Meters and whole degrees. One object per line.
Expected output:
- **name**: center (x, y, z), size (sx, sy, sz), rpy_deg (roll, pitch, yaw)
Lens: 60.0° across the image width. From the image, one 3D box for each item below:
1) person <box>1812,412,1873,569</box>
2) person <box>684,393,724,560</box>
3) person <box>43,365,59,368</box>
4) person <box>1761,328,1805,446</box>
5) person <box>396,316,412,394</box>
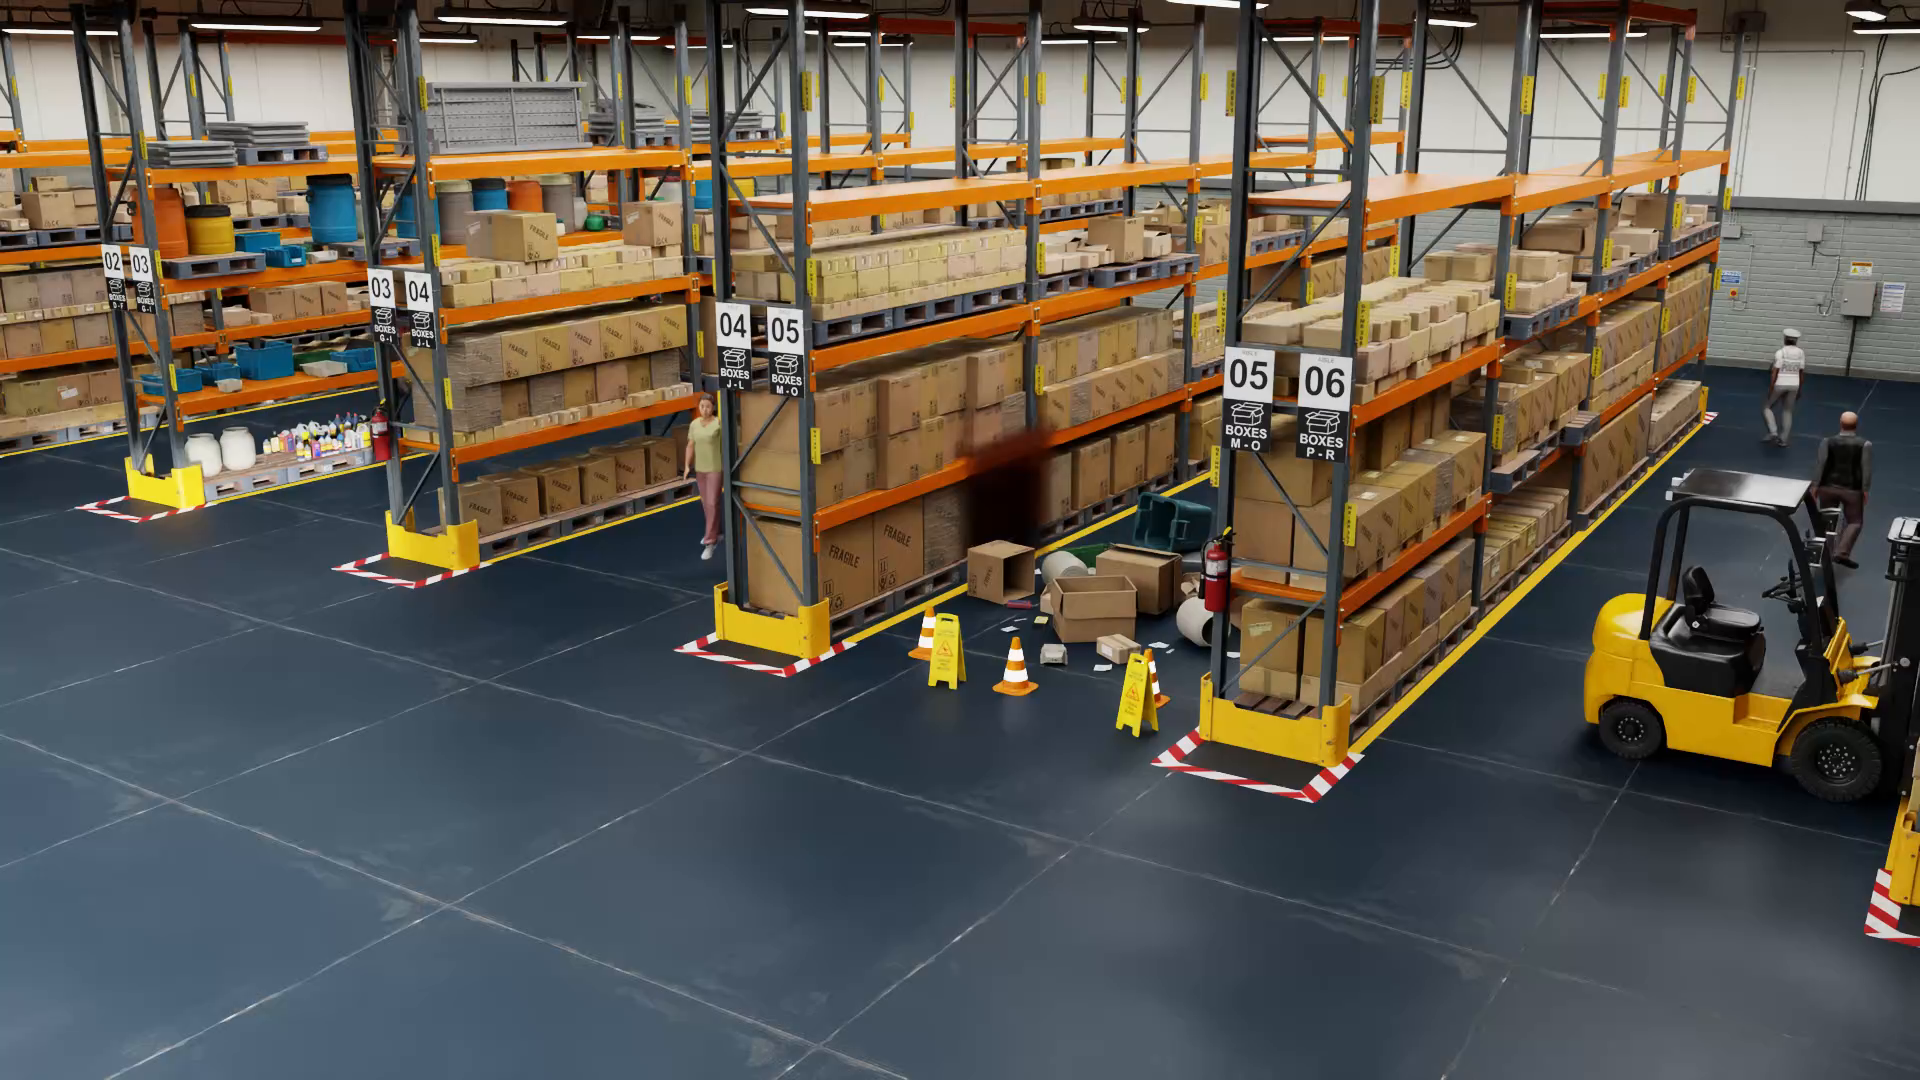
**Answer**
- **person**: center (9.499, -0.529, 17.943), size (0.563, 1.719, 0.519), rpy_deg (9, 18, 31)
- **person**: center (-2.667, -0.697, 17.596), size (0.454, 1.733, 0.566), rpy_deg (7, 17, 24)
- **person**: center (-14.454, -2.895, 26.299), size (0.575, 1.777, 0.564), rpy_deg (14, 21, 41)
- **person**: center (11.888, -2.193, 23.968), size (0.503, 1.681, 0.444), rpy_deg (0, 16, -1)
- **person**: center (-9.314, -3.294, 27.810), size (0.449, 1.566, 0.498), rpy_deg (-12, 19, -36)
